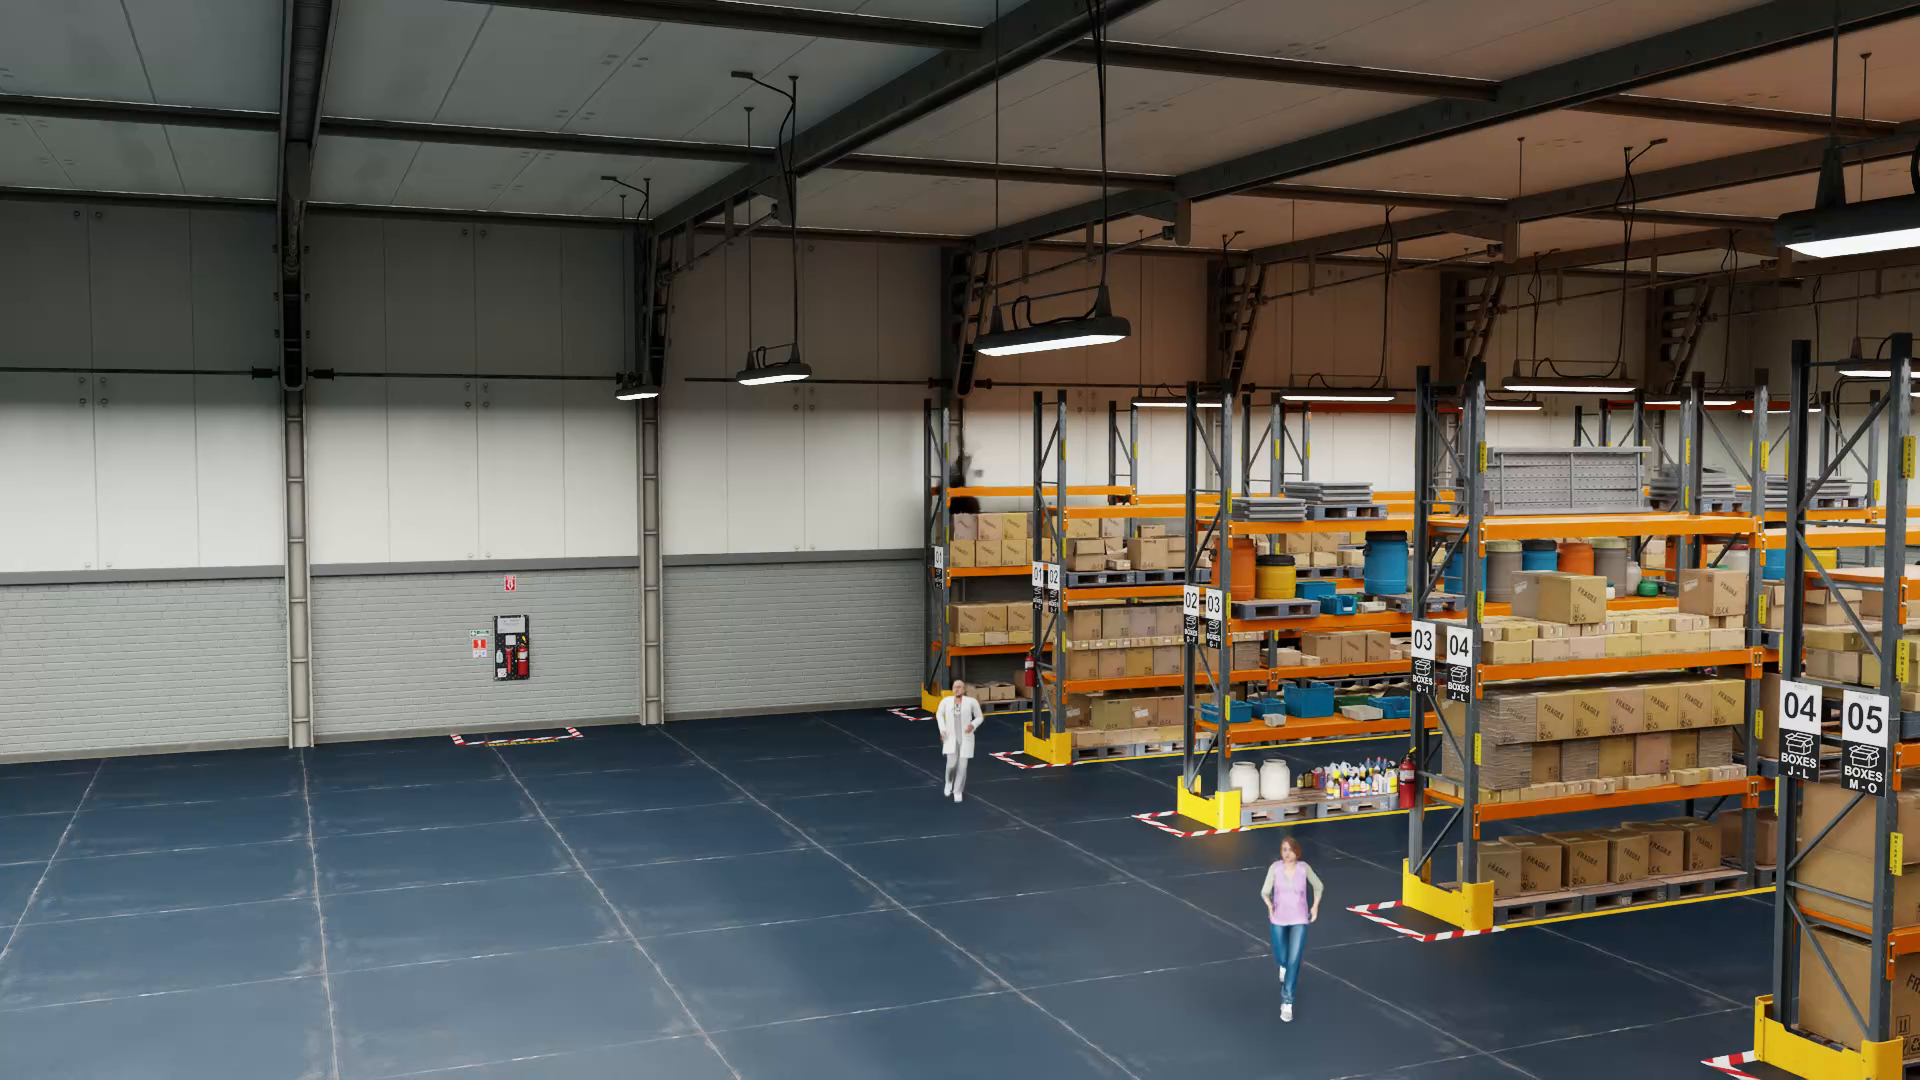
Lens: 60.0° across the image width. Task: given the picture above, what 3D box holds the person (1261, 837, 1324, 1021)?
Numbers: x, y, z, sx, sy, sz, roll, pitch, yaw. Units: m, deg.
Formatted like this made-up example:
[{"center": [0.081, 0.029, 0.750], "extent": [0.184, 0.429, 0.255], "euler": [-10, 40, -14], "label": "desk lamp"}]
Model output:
[{"center": [3.029, 3.495, 15.195], "extent": [0.555, 1.584, 0.815], "euler": [1, 4, 16], "label": "person"}]

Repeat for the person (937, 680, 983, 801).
[{"center": [-0.013, 2.888, 23.869], "extent": [0.692, 1.747, 0.614], "euler": [0, 3, 4], "label": "person"}]
